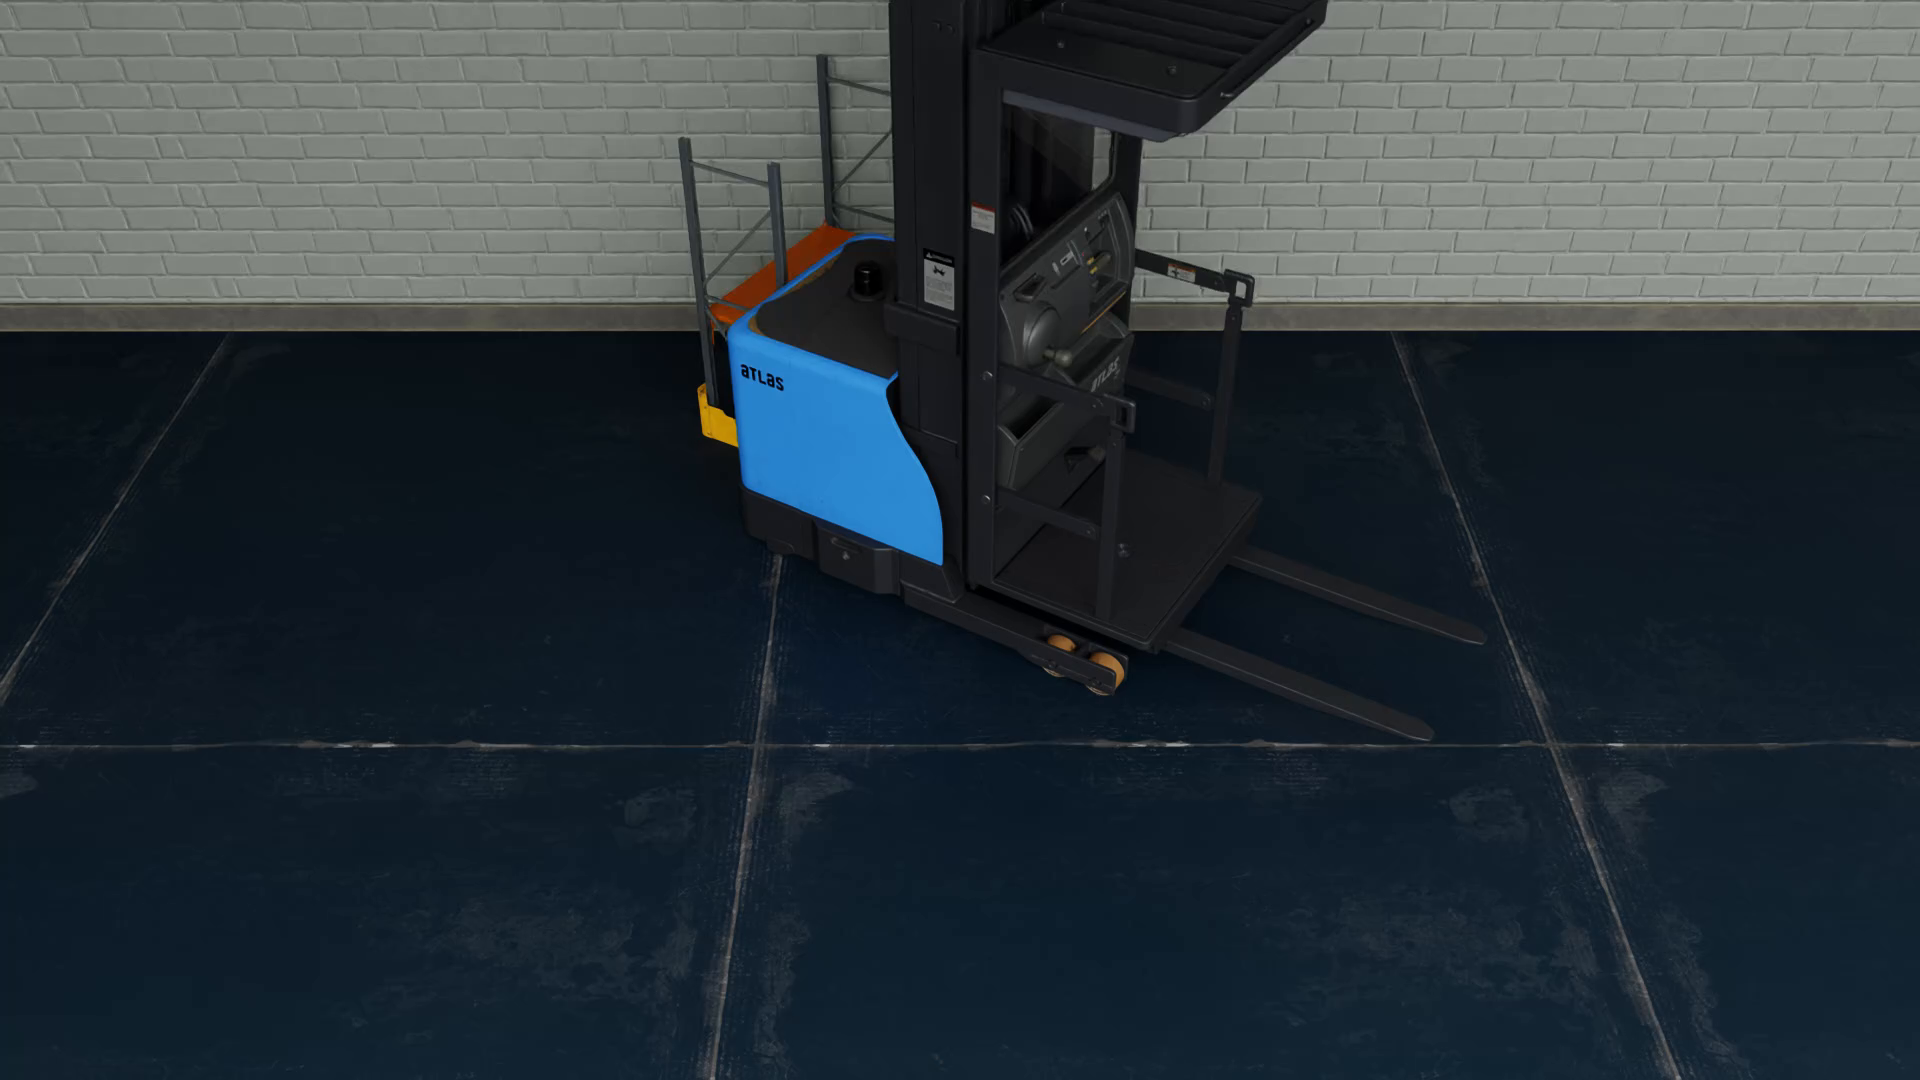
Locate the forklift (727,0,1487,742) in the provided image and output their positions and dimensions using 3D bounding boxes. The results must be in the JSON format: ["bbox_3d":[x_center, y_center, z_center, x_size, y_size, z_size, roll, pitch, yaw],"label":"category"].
[{"bbox_3d":[0.579,-0.920,6.054,3.031,2.935,1.130,21,43,24],"label":"forklift"}]

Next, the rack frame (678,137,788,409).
[{"bbox_3d":[-0.955,-1.015,7.317,0.500,1.500,0.032,20,43,23],"label":"rack frame"}]

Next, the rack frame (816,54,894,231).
[{"bbox_3d":[-0.437,-1.562,8.000,0.500,1.500,0.032,20,43,23],"label":"rack frame"}]

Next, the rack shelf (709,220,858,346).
[{"bbox_3d":[-0.696,-1.148,7.771,0.538,0.185,1.000,20,43,23],"label":"rack shelf"}]

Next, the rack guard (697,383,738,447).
[{"bbox_3d":[-0.954,-0.528,7.709,0.587,0.250,0.087,20,43,23],"label":"rack guard"}]

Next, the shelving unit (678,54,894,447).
[{"bbox_3d":[-0.700,-1.284,7.653,0.587,1.500,1.083,20,43,23],"label":"shelving unit"}]
